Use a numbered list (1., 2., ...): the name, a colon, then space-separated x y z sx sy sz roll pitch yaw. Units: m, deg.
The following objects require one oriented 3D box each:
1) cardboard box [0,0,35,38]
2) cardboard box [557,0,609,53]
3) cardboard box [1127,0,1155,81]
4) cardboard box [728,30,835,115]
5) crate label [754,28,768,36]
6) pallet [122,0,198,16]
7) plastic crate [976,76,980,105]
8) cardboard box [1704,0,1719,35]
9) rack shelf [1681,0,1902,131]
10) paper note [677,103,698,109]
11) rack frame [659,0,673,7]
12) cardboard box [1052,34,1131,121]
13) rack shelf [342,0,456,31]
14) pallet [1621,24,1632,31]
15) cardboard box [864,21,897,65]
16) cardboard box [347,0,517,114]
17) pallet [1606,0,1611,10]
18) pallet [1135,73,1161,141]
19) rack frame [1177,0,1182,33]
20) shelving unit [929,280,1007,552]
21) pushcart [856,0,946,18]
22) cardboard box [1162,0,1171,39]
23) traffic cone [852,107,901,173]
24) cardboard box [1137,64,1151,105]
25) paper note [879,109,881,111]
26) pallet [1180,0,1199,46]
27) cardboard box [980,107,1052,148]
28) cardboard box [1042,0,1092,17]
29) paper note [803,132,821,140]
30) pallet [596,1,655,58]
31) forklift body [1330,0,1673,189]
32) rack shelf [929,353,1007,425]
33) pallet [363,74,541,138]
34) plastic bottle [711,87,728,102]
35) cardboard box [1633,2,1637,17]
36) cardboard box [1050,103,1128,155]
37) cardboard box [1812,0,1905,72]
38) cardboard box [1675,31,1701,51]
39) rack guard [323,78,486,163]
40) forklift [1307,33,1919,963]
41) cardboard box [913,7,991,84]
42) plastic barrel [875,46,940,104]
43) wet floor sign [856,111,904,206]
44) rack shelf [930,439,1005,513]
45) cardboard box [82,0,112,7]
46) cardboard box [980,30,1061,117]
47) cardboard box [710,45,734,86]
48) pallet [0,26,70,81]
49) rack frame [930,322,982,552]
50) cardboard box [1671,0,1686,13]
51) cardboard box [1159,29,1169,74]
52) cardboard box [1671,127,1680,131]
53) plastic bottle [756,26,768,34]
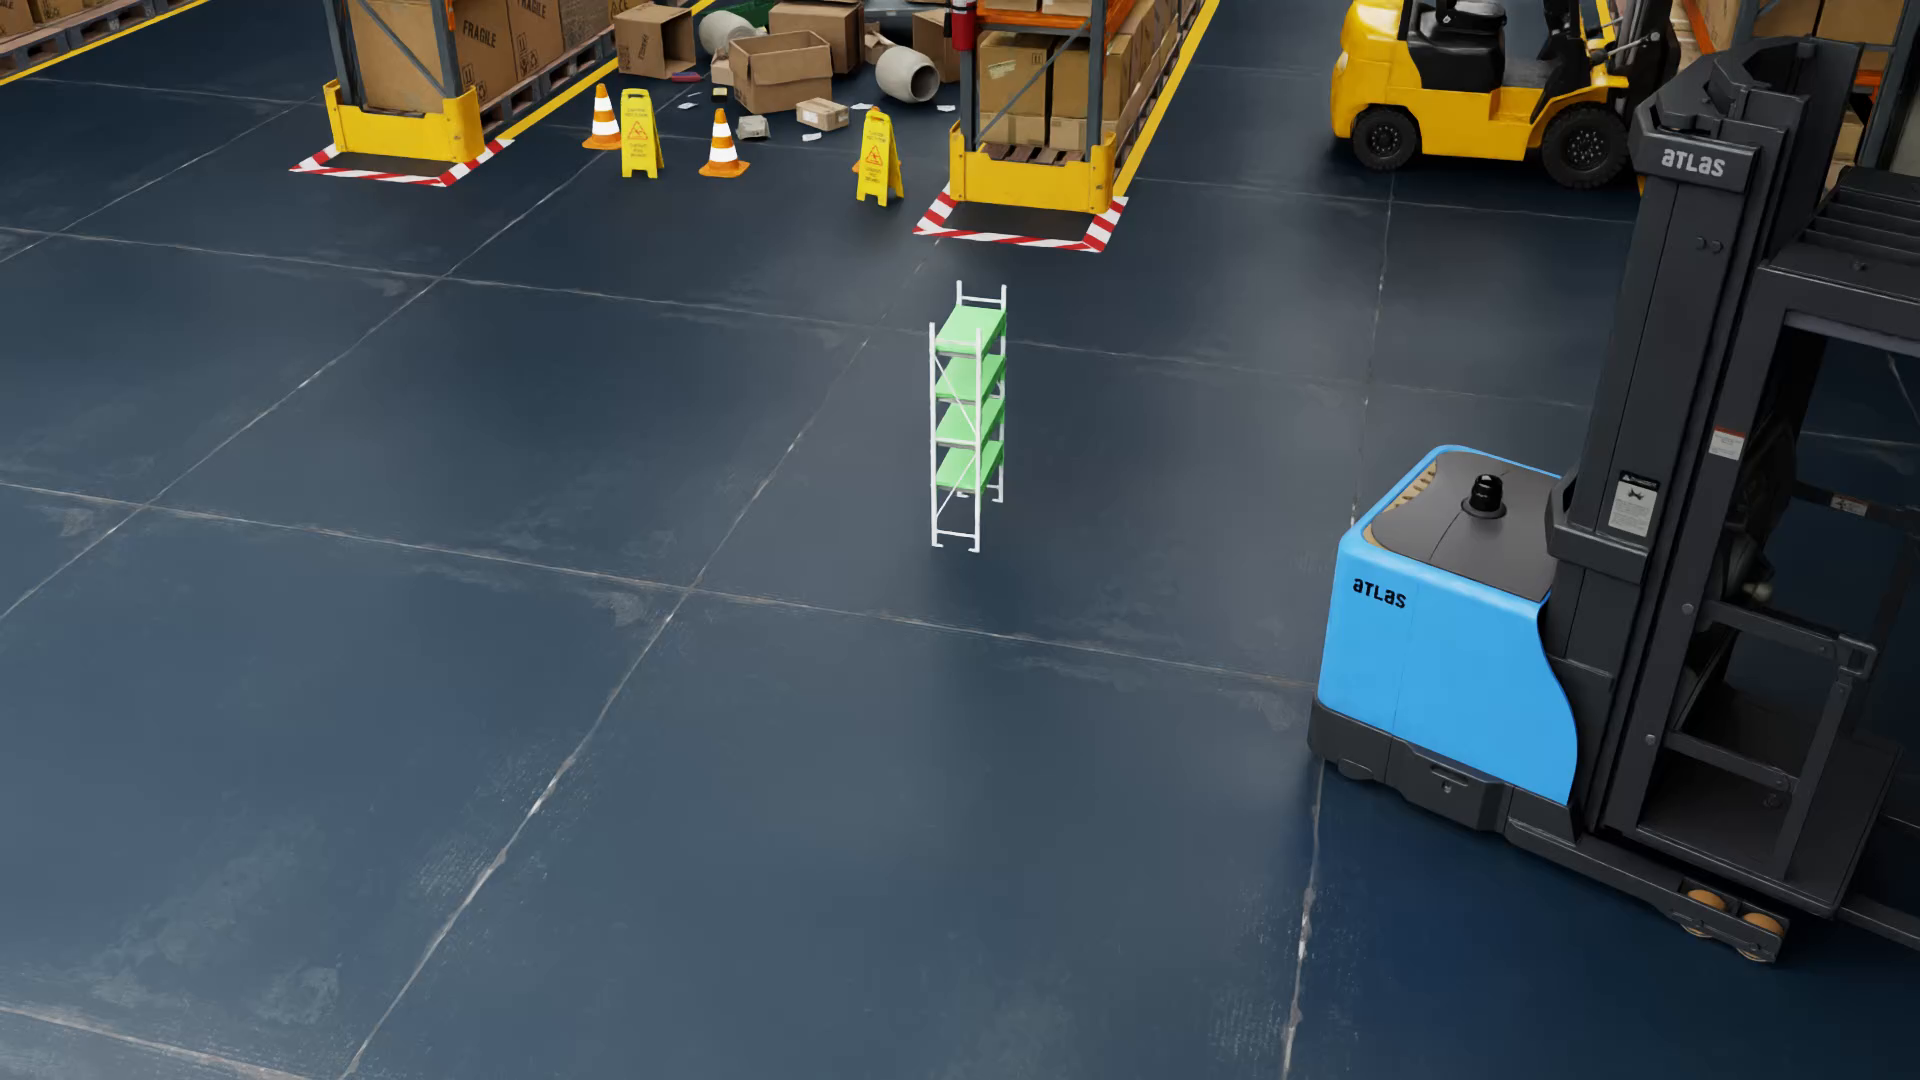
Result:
1. cardboard box: -8.792 -4.833 14.995 0.500 0.500 0.500 17 36 25
2. cardboard box: -3.750 -4.917 14.778 0.875 0.875 0.875 8 33 13
3. cardboard box: 1.242 -3.982 13.191 0.500 0.500 0.500 9 33 13
4. cardboard box: -1.503 -3.927 13.959 0.797 0.503 0.637 -14 35 -21
5. crate label: -1.918 -4.649 15.435 0.298 0.136 0.250 -14 35 -21
6. pallet: -8.206 -5.619 16.893 1.003 0.211 1.213 8 33 12
7. plastic crate: 0.324 -3.865 14.255 0.402 0.080 0.583 -3 33 -4
8. cardboard box: 5.314 -3.652 11.106 0.500 0.500 0.500 9 34 14
9. rack shelf: 5.810 -3.785 12.078 1.077 0.370 4.000 8 33 12
10. paper note: -2.284 -3.653 13.970 0.144 0.017 0.142 20 38 29
11. rack frame: -3.298 -6.422 15.556 1.000 3.000 0.127 8 33 12
12. cardboard box: 0.978 -3.451 12.355 0.500 0.500 0.500 7 33 11
13. rack shelf: -3.806 -5.080 14.116 1.077 0.370 4.000 8 33 12
14. pallet: 6.467 -4.337 14.876 1.003 0.211 1.213 8 33 12
15. cardboard box: -0.767 -4.516 15.106 0.258 0.266 0.396 -14 35 -21
16. cardboard box: -4.205 -3.988 13.316 0.875 0.875 0.875 8 33 13
17. pallet: 7.086 -5.603 16.868 1.003 0.211 1.213 8 33 12
18. pallet: 1.072 -3.635 13.771 1.003 0.211 1.213 8 33 12
19. rack frame: 1.516 -5.800 14.578 1.000 3.000 0.127 8 33 12
20. shelving unit: 0.042 -0.592 8.063 0.258 1.200 0.503 8 33 12
21. pushcart: -0.702 -4.978 15.729 1.648 0.377 0.936 -3 33 -4
22. cardboard box: 1.498 -4.526 14.046 0.500 0.500 0.500 9 33 13
23. traffic cone: -0.638 -3.053 12.621 0.336 0.463 0.334 8 33 12
24. cardboard box: 1.236 -3.671 13.400 0.500 0.250 0.500 10 34 16
25. paper note: -0.693 -3.574 13.862 0.032 0.001 0.123 8 33 12
26. pallet: 1.712 -5.028 15.962 1.003 0.211 1.213 8 33 12
27. cardboard box: 0.451 -3.210 12.675 0.500 0.250 0.500 8 33 12
28. cardboard box: 0.787 -3.767 11.613 0.380 0.149 0.250 8 33 13
29. paper note: -1.185 -3.233 13.307 0.148 0.019 0.142 -3 33 -4
30. pallet: -3.567 -4.861 15.700 1.003 0.211 1.213 8 33 12
31. forklift body: 4.019 -3.925 12.419 2.313 2.155 1.214 8 33 12
32. rack shelf: 0.042 -0.741 7.969 0.258 0.148 0.480 8 33 12
33. pallet: -4.186 -3.595 13.708 1.003 0.211 1.213 8 33 12
34. plastic bottle: -2.047 -3.804 14.177 0.133 0.061 0.283 -3 33 -4
35. cardboard box: 6.644 -4.975 15.103 0.875 0.625 0.625 8 33 12
36. cardboard box: 0.973 -3.122 12.537 0.500 0.250 0.500 8 33 12
37. cardboard box: 5.697 -3.312 10.571 0.500 0.500 0.500 9 34 14
38. cardboard box: 5.496 -3.562 12.296 0.500 0.250 0.500 7 33 11
39. rack guard: -4.319 -3.279 12.941 1.175 0.500 0.348 8 33 12
40. forklift: 2.904 -0.068 5.625 3.031 2.935 1.130 22 38 30
41. cardboard box: -0.073 -4.376 14.665 0.500 0.500 0.500 -21 38 -29
42. plastic barrel: -0.440 -3.915 14.014 0.421 0.421 0.512 -21 38 -29
43. wet floor sign: -0.583 -2.778 12.019 0.267 0.644 0.232 20 38 29
44. rack shelf: 0.042 -0.336 8.226 0.258 0.148 0.480 8 33 12
45. cardboard box: -8.430 -5.439 15.948 0.500 0.500 0.500 5 33 8
46. cardboard box: 0.452 -3.509 12.447 0.500 0.500 0.500 8 33 13
47. cardboard box: -1.953 -4.125 14.492 0.396 0.266 0.258 14 35 21
48. pallet: -8.825 -4.353 14.901 1.003 0.211 1.213 8 33 12
49. rack frame: -0.020 -0.466 7.864 0.240 1.200 0.015 8 33 12
50. cardboard box: 5.752 -4.093 13.132 0.500 0.250 0.500 8 33 12
51. cardboard box: 1.500 -4.196 14.226 0.500 0.250 0.500 7 33 11
52. cardboard box: 5.261 -2.832 11.615 0.500 0.250 0.500 8 33 12
53. plastic bottle: -1.908 -4.833 15.795 0.133 0.061 0.283 -8 33 -13
